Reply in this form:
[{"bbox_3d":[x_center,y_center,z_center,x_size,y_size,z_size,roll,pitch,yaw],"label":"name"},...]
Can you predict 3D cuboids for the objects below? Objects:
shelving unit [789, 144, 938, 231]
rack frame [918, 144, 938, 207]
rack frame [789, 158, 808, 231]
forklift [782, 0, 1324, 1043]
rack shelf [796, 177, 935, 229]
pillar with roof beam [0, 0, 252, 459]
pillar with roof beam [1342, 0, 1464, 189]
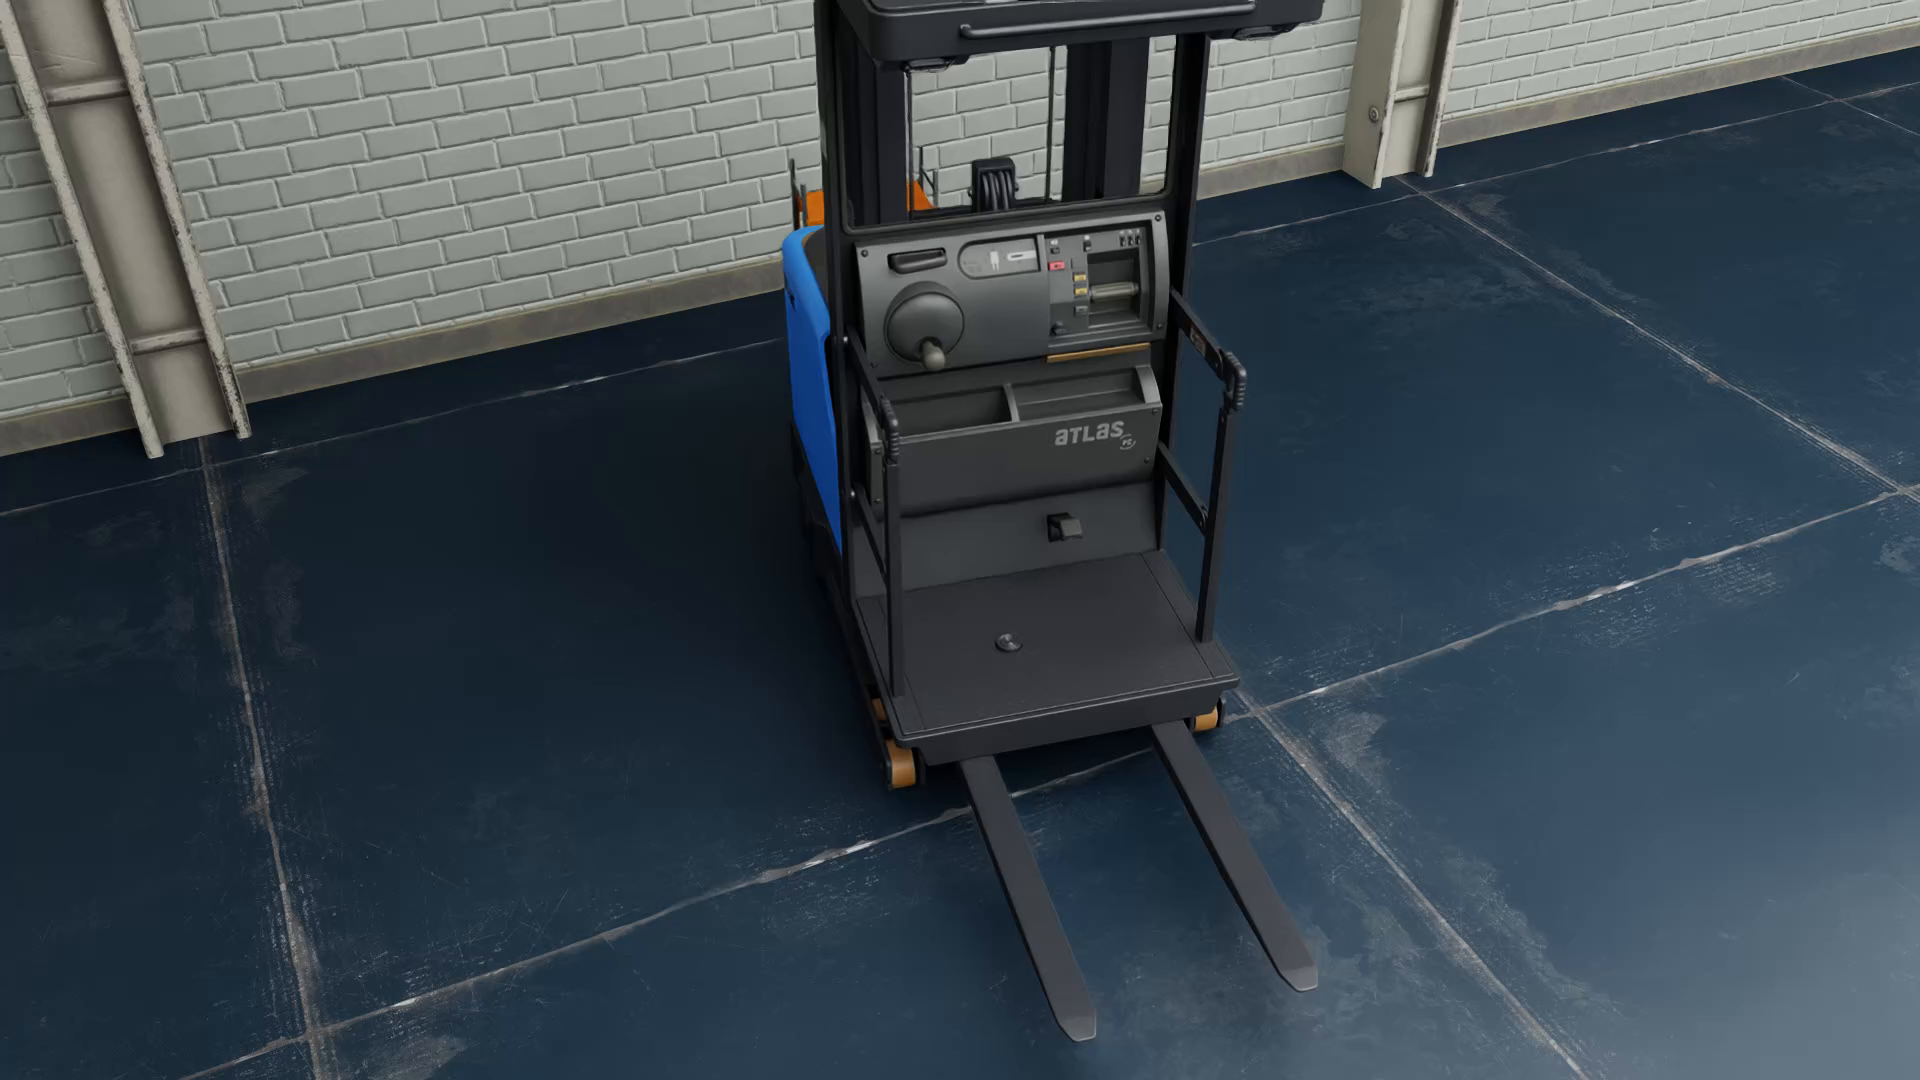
[{"bbox_3d":[-0.355,-0.895,6.450,0.503,1.200,0.258,-9,38,-12],"label":"shelving unit"},{"bbox_3d":[-0.120,-0.934,6.502,0.015,1.200,0.240,-9,38,-12],"label":"rack frame"},{"bbox_3d":[-0.591,-0.857,6.398,0.015,1.200,0.240,-9,38,-12],"label":"rack frame"},{"bbox_3d":[0.219,-0.659,4.678,1.130,2.935,3.031,-9,38,-12],"label":"forklift"},{"bbox_3d":[-0.355,-1.211,6.216,0.480,0.148,0.258,-9,38,-12],"label":"rack shelf"},{"bbox_3d":[-1.321,-1.752,1.058,0.400,9.000,9.100,-16,39,-20],"label":"pillar with roof beam"},{"bbox_3d":[4.110,-3.271,3.106,0.400,9.000,9.100,-16,39,-20],"label":"pillar with roof beam"}]
